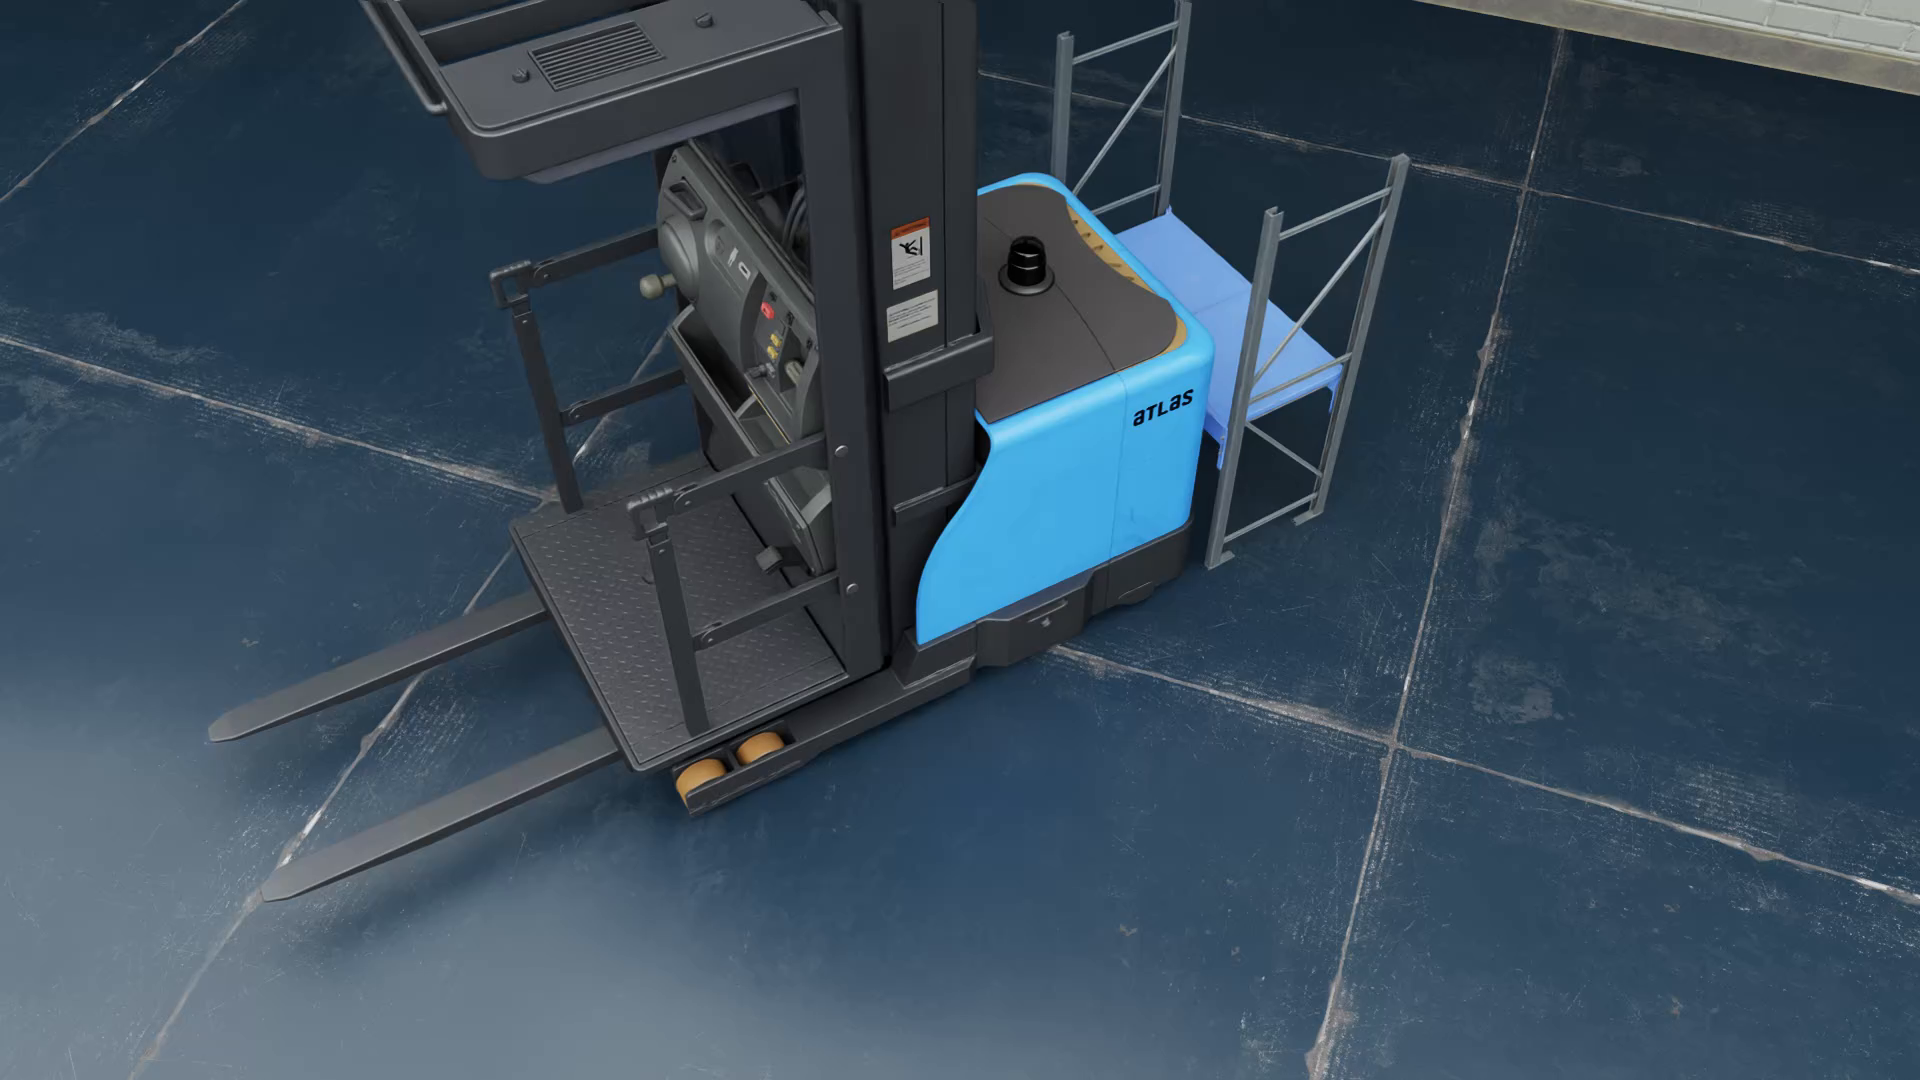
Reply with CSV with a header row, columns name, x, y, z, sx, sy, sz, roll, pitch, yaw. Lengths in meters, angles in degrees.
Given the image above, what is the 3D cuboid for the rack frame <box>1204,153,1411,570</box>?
name,x,y,z,sx,sy,sz,roll,pitch,yaw
rack frame,1.053,-0.497,5.188,0.500,1.500,0.032,-25,54,-20

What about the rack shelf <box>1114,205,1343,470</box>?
name,x,y,z,sx,sy,sz,roll,pitch,yaw
rack shelf,0.786,-0.706,5.607,0.538,0.185,1.000,-25,54,-20

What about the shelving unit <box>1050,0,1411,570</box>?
name,x,y,z,sx,sy,sz,roll,pitch,yaw
shelving unit,0.786,-0.824,5.471,0.538,1.500,1.048,-25,54,-20

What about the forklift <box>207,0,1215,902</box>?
name,x,y,z,sx,sy,sz,roll,pitch,yaw
forklift,-0.771,-0.601,4.331,3.031,2.935,1.130,-23,53,-19

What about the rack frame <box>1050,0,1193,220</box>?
name,x,y,z,sx,sy,sz,roll,pitch,yaw
rack frame,0.519,-1.150,5.754,0.500,1.500,0.032,-25,54,-20
